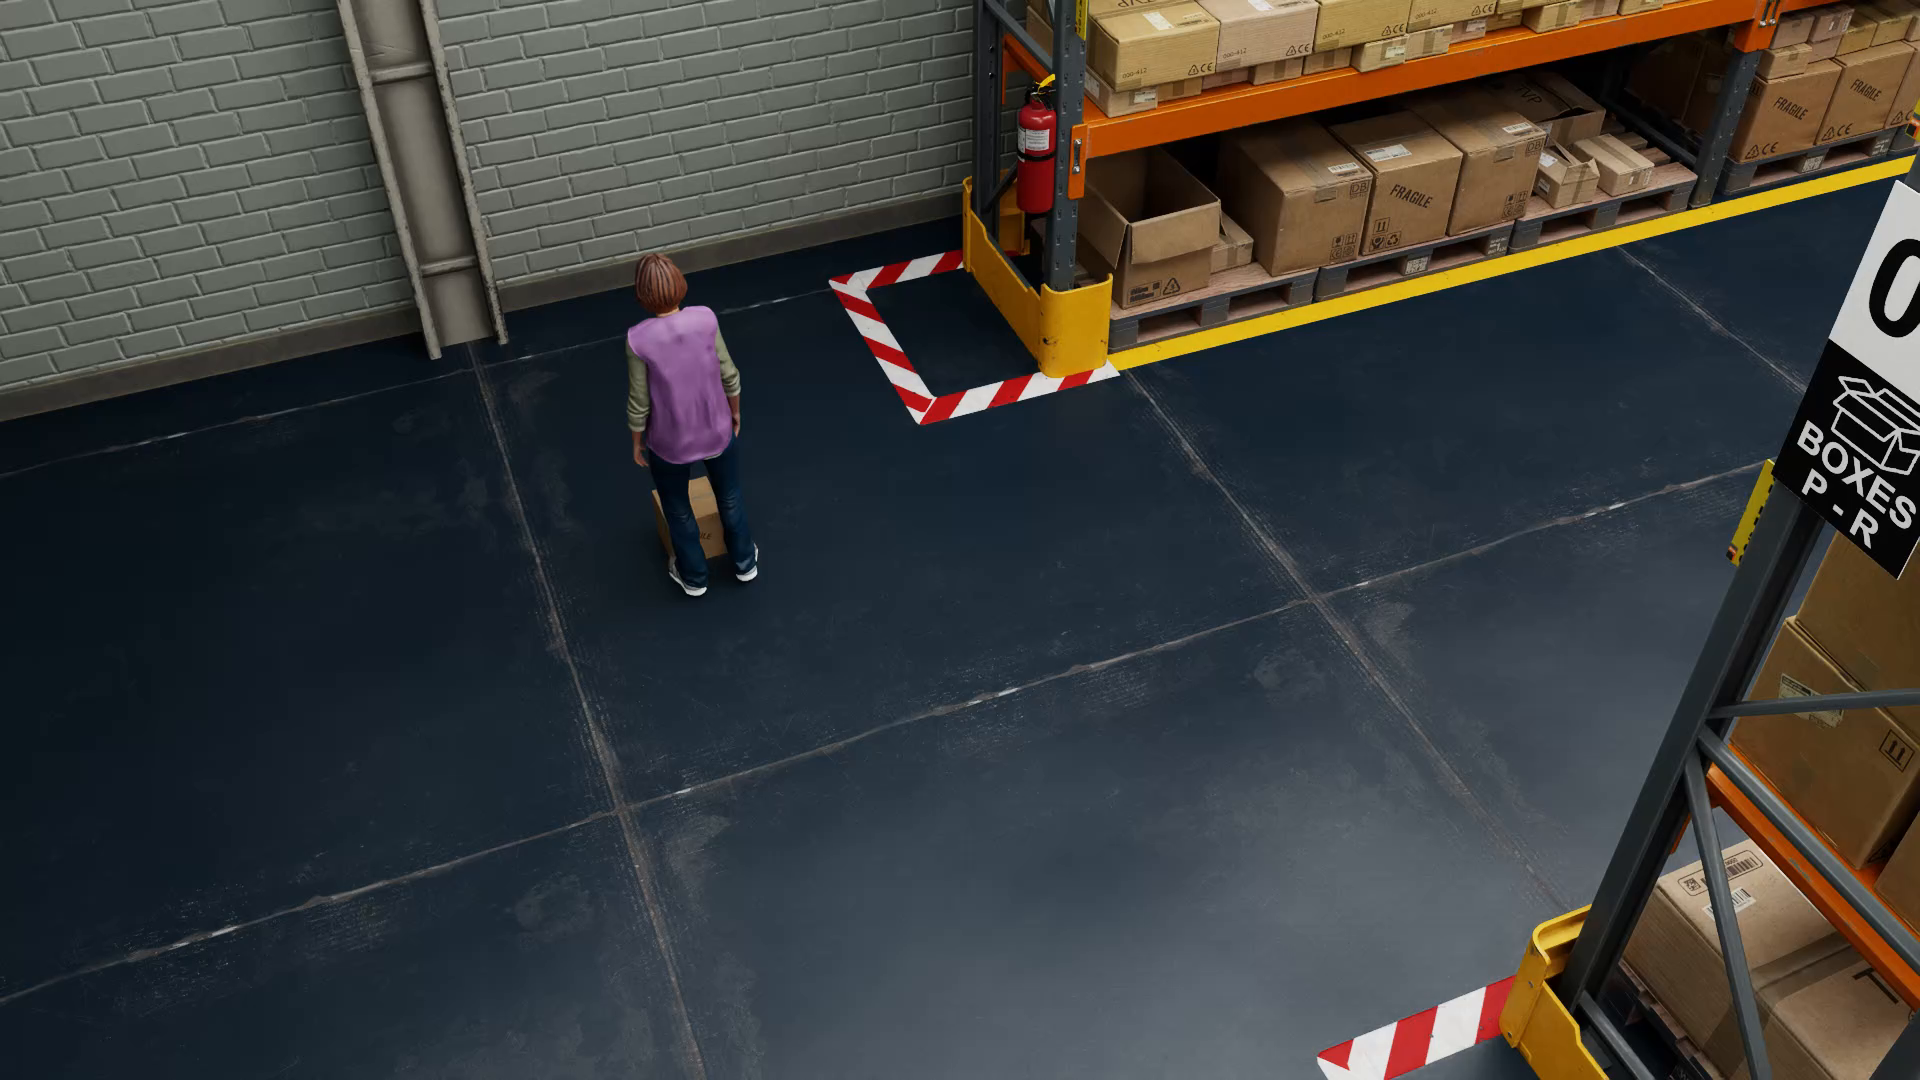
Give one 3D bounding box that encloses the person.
[{"bbox_3d":[-1.077,-0.410,6.647,0.485,1.553,0.343,-18,45,-19],"label":"person"}]
